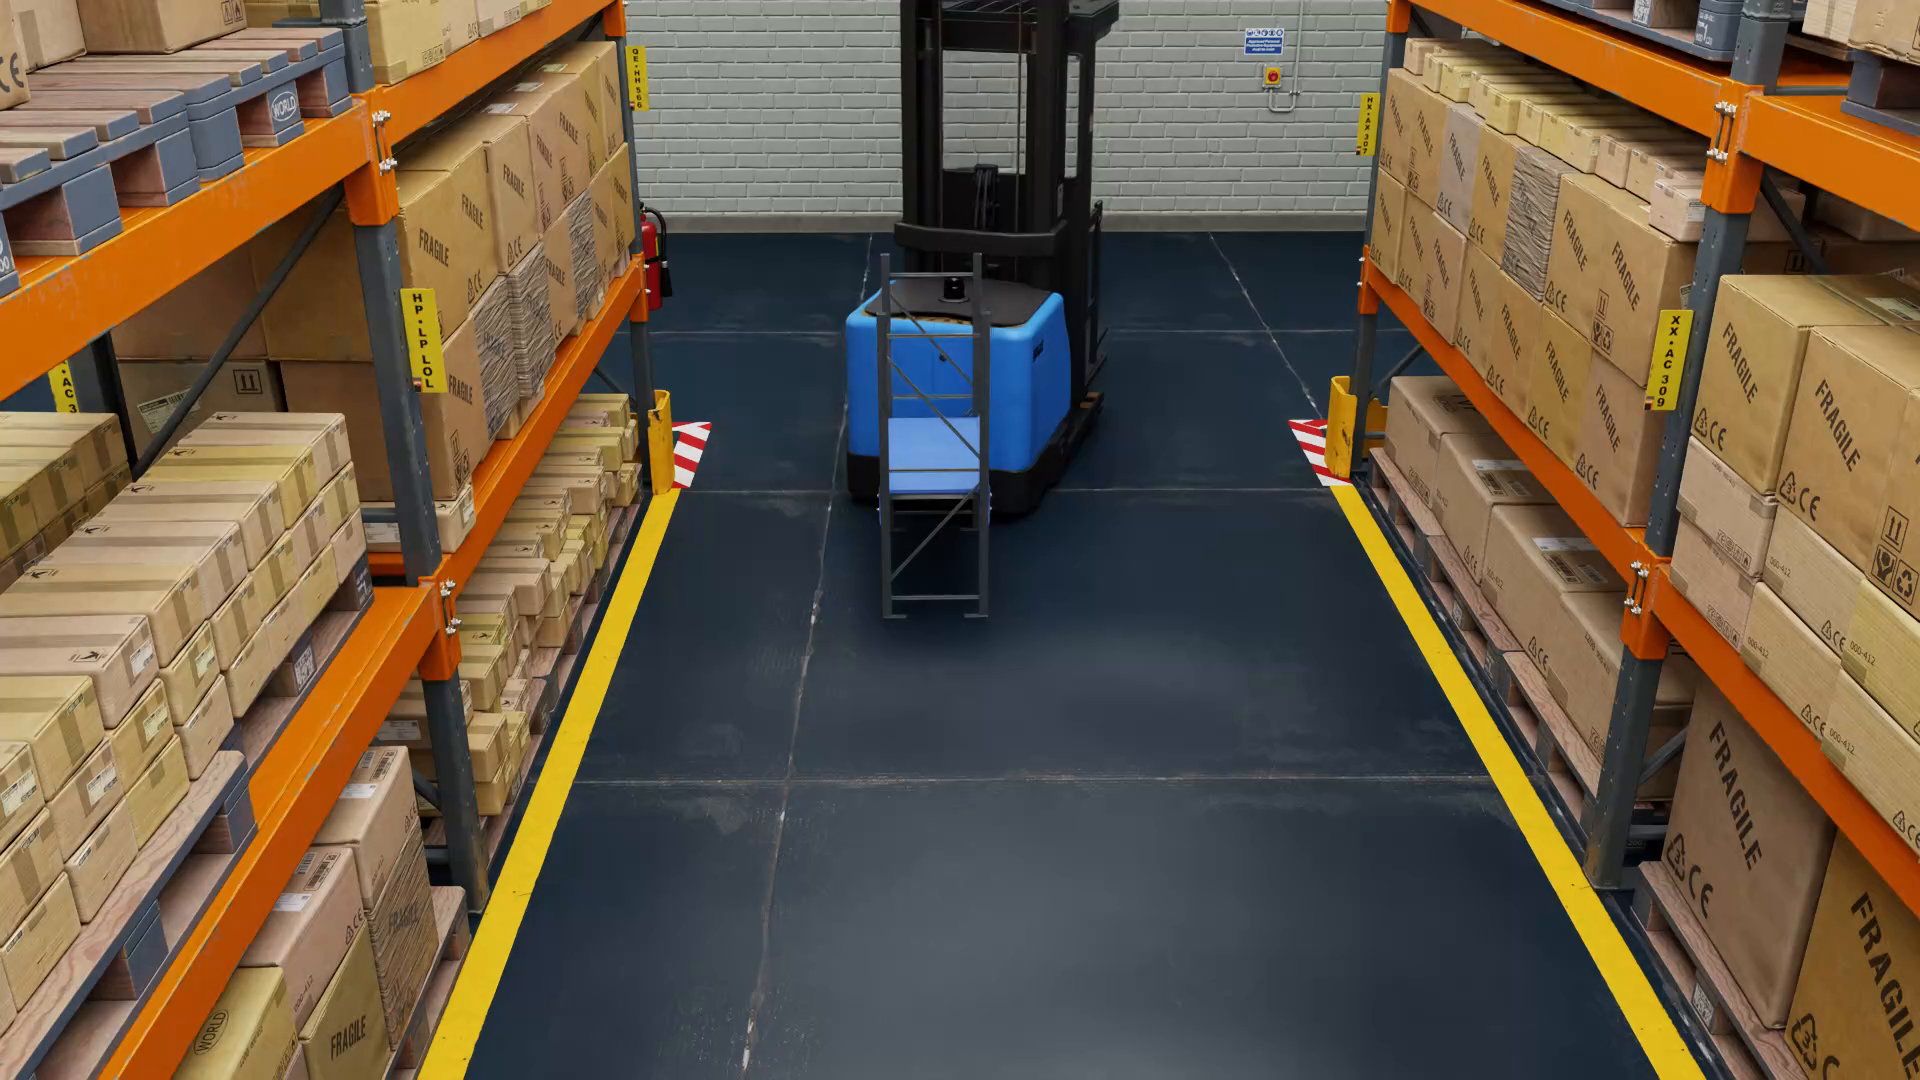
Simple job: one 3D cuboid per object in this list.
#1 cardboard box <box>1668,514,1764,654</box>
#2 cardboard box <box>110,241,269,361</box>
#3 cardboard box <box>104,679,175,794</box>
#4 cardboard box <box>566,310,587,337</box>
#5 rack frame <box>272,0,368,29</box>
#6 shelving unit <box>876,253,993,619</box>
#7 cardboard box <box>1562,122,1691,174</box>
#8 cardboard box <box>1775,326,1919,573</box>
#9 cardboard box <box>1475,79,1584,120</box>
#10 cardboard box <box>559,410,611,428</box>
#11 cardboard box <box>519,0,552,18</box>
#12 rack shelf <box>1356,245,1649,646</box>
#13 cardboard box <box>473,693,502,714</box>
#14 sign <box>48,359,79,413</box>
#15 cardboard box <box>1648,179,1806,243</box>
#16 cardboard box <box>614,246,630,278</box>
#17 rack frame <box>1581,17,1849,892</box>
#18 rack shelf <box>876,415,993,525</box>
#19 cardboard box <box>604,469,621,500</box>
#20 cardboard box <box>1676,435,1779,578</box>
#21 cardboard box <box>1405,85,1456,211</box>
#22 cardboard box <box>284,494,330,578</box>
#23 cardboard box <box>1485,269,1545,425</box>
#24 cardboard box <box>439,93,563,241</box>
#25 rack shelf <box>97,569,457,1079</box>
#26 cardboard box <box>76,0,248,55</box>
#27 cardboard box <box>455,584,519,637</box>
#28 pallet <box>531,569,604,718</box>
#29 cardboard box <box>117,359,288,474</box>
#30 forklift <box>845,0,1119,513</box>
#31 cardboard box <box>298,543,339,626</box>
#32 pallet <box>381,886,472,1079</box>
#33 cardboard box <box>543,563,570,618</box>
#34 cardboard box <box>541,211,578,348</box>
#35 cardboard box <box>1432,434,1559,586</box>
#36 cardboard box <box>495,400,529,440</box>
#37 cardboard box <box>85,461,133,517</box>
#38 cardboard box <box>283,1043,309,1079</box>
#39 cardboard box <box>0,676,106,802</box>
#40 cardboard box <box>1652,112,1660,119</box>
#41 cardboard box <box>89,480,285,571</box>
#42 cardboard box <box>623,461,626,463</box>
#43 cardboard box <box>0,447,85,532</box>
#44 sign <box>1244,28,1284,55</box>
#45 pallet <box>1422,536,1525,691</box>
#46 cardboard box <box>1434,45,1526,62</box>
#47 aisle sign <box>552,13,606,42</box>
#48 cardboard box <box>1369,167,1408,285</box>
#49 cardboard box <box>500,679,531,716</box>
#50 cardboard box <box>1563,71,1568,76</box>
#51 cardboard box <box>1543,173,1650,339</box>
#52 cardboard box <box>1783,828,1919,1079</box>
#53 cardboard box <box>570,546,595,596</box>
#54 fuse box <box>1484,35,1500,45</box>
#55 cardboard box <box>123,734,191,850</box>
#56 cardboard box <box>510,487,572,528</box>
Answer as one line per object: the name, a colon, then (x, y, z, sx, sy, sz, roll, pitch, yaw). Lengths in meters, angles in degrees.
cardboard box: (2.512, 0.117, 5.033, 0.500, 0.250, 0.500, -1, 24, -2)
cardboard box: (-2.453, -0.899, 5.402, 0.500, 0.500, 0.500, -1, 24, -2)
cardboard box: (-1.957, 0.424, 3.607, 0.380, 0.149, 0.250, 0, 24, 0)
cardboard box: (-1.952, -1.051, 7.739, 0.380, 0.149, 0.250, -1, 24, -3)
rack frame: (-2.177, -2.803, 4.028, 1.000, 3.000, 0.127, 0, 24, -1)
shelving unit: (-0.130, -0.525, 8.091, 0.538, 1.500, 1.048, -1, 24, -1)
cardboard box: (2.503, -1.475, 6.250, 0.380, 0.149, 0.250, 0, 24, -1)
cardboard box: (2.522, -0.243, 4.312, 0.500, 0.500, 0.500, 0, 24, -1)
cardboard box: (2.454, -1.897, 7.182, 0.380, 0.149, 0.250, 0, 24, 0)
cardboard box: (-2.016, -0.561, 8.578, 0.380, 0.149, 0.250, 0, 24, 0)
cardboard box: (-1.921, -2.197, 6.509, 0.500, 0.250, 0.500, 1, 24, 2)
rack shelf: (2.750, -0.630, 7.376, 1.077, 0.370, 4.000, 0, 24, -1)
cardboard box: (-1.954, 0.647, 6.267, 0.380, 0.149, 0.250, 0, 24, 0)
sign: (-2.720, -0.459, 5.074, 0.100, 0.325, 0.005, 0, 24, -1)
cardboard box: (2.450, -1.056, 5.323, 0.380, 0.149, 0.250, -1, 24, -2)
cardboard box: (-1.935, -1.471, 8.666, 0.380, 0.149, 0.250, 0, 24, 0)
rack frame: (2.772, -0.134, 5.406, 1.000, 3.000, 0.127, 0, 24, -1)
rack shelf: (-0.130, -0.361, 8.165, 0.538, 0.185, 1.000, -1, 24, -1)
cardboard box: (-1.922, -0.316, 8.397, 0.380, 0.149, 0.250, -1, 24, -3)
cardboard box: (2.494, -0.111, 4.930, 0.500, 0.250, 0.500, -1, 24, -2)
cardboard box: (2.461, -1.871, 7.913, 0.500, 0.500, 0.500, -1, 24, -2)
cardboard box: (-1.971, -0.011, 4.568, 0.380, 0.149, 0.250, 0, 24, 0)
cardboard box: (2.480, -0.788, 6.732, 0.500, 0.500, 0.500, -1, 24, -1)
cardboard box: (-1.938, -1.526, 6.789, 0.500, 0.500, 0.500, -1, 24, -2)
rack shelf: (-2.155, 1.082, 3.591, 1.077, 0.370, 4.000, 0, 24, -1)
cardboard box: (-2.283, -1.517, 4.193, 0.700, 0.500, 0.500, 0, 24, 0)
cardboard box: (-1.995, 0.299, 6.678, 0.380, 0.149, 0.250, -1, 24, -2)
pallet: (-2.236, 0.420, 7.565, 1.003, 0.211, 1.213, 0, 24, -1)
cardboard box: (-2.465, -0.449, 5.621, 0.500, 0.500, 0.500, 0, 24, 0)
forklift: (0.276, -2.061, 9.749, 1.130, 2.935, 3.031, 7, 25, 15)
cardboard box: (-1.971, 0.123, 4.633, 0.380, 0.149, 0.250, 0, 24, 0)
pallet: (-2.167, 1.521, 5.130, 1.003, 0.211, 1.213, 0, 24, -1)
cardboard box: (-1.911, 0.218, 7.216, 0.380, 0.149, 0.250, 0, 24, -1)
cardboard box: (-1.948, -1.089, 7.035, 0.500, 0.500, 0.500, 1, 24, 2)
cardboard box: (2.853, -0.157, 8.058, 0.875, 0.438, 0.875, 0, 24, 1)
cardboard box: (-1.920, -0.506, 6.533, 0.380, 0.149, 0.250, 0, 24, 0)
cardboard box: (-2.633, -0.118, 4.805, 0.380, 0.149, 0.250, 0, 24, 0)
cardboard box: (-1.911, 1.604, 4.087, 0.500, 0.500, 0.500, -1, 24, -2)
cardboard box: (-1.960, 0.395, 3.311, 0.380, 0.149, 0.250, -1, 24, -1)
cardboard box: (3.030, -1.689, 6.724, 0.380, 0.149, 0.250, 0, 24, 0)
cardboard box: (-1.973, -0.036, 4.263, 0.380, 0.149, 0.250, -1, 24, -2)
cardboard box: (-2.007, -0.395, 8.932, 0.380, 0.149, 0.250, 0, 24, 0)
cardboard box: (-2.624, -0.139, 4.490, 0.380, 0.149, 0.250, 0, 24, 1)
sign: (2.594, -4.254, 14.187, 0.327, 0.218, 0.001, 0, 24, -1)
pallet: (2.825, 0.319, 7.788, 1.003, 0.211, 1.213, 0, 24, -1)
cardboard box: (2.529, -2.324, 8.126, 0.380, 0.149, 0.250, 0, 24, 1)
aisle sign: (-1.922, -2.934, 8.443, 0.394, 0.787, 0.004, 0, 24, -1)
cardboard box: (2.446, -1.629, 8.589, 0.500, 0.500, 0.500, 0, 24, -1)
cardboard box: (-1.917, 0.674, 6.569, 0.380, 0.149, 0.250, 0, 24, -1)
cardboard box: (3.007, -2.117, 7.670, 0.380, 0.149, 0.250, 0, 24, 1)
cardboard box: (2.493, -1.037, 6.069, 0.500, 0.500, 0.500, -1, 24, -1)
cardboard box: (2.876, 1.270, 4.370, 0.875, 0.875, 0.875, 0, 24, 1)
cardboard box: (-1.922, 0.139, 7.752, 0.380, 0.149, 0.250, 0, 24, 0)
fuse box: (4.745, -3.468, 14.341, 0.539, 1.711, 0.414, 0, 24, -1)
cardboard box: (-1.957, 0.553, 3.683, 0.380, 0.149, 0.250, 1, 24, 2)
cardboard box: (-1.996, -0.128, 7.621, 0.380, 0.149, 0.250, -1, 24, -2)
